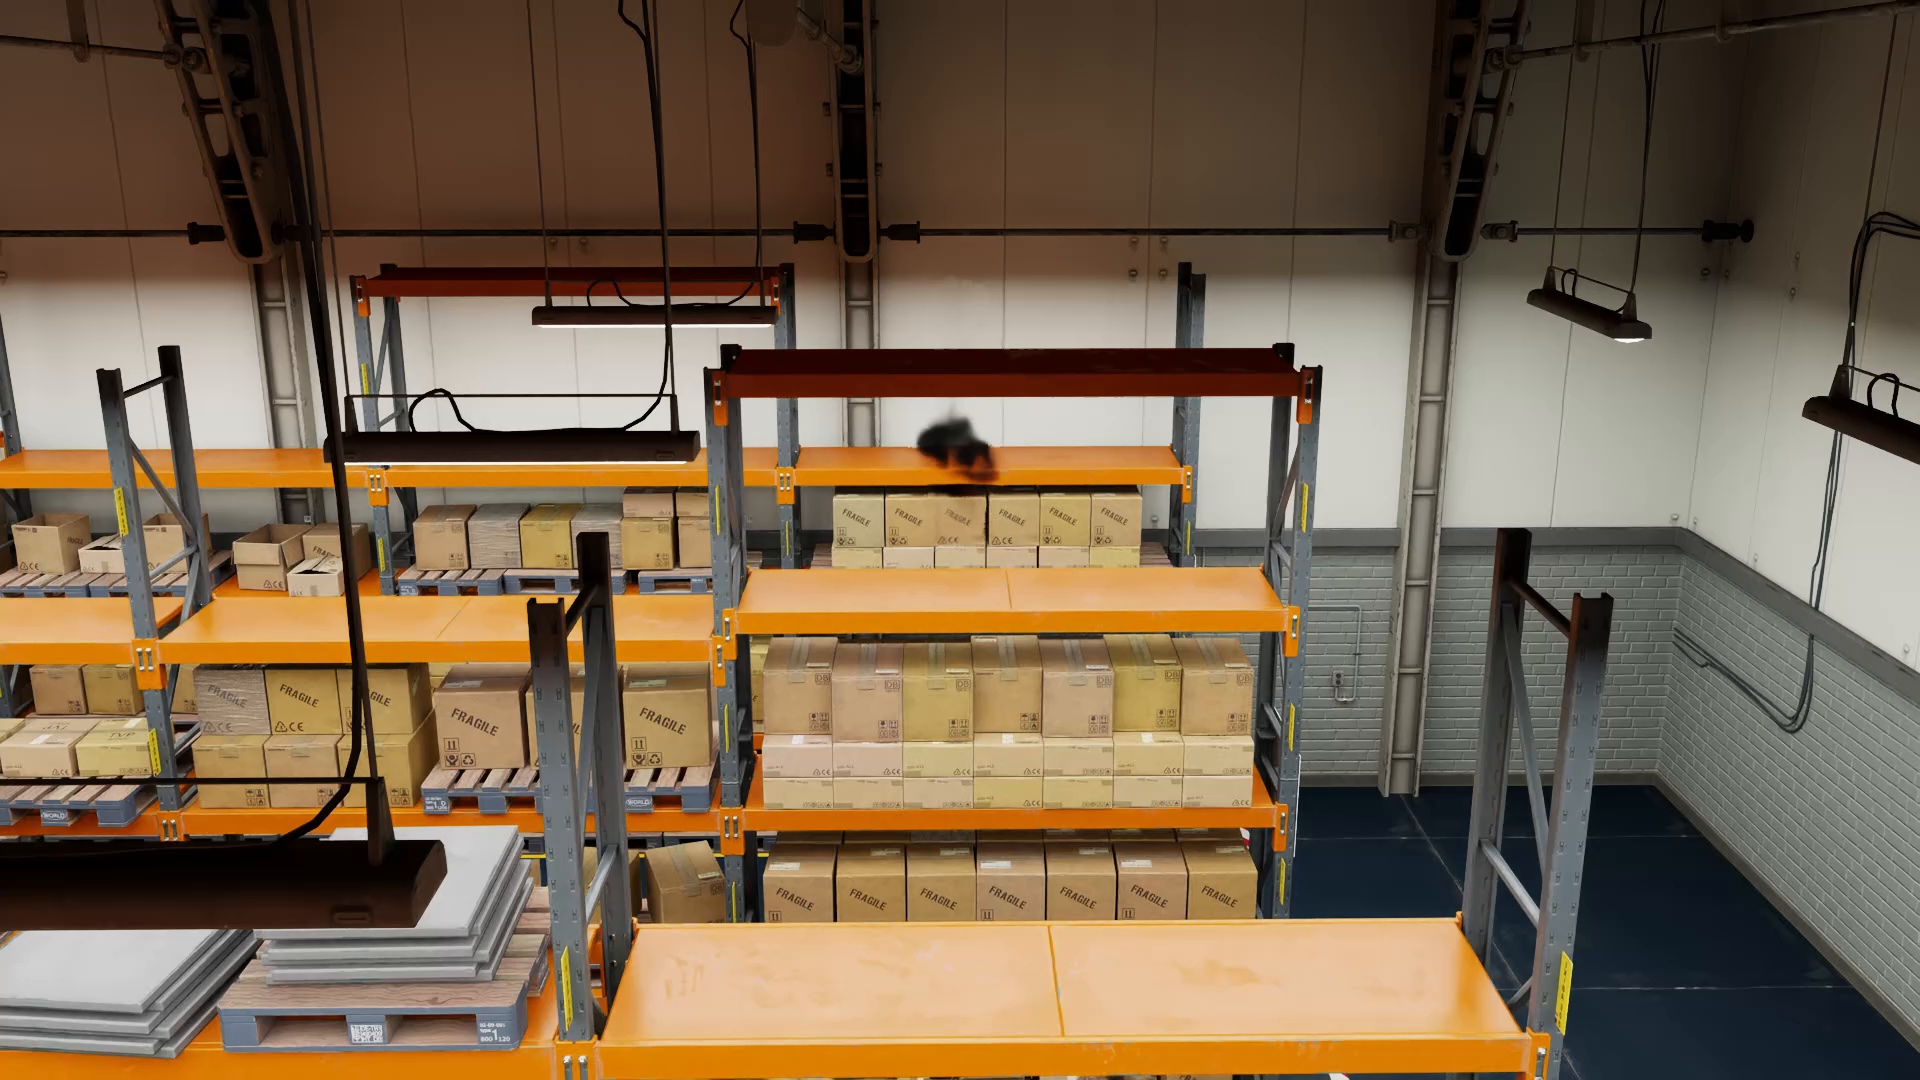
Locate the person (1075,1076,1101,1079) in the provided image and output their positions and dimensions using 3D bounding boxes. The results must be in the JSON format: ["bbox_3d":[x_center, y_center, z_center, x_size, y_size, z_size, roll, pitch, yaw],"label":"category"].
[{"bbox_3d":[0.885,4.261,11.144,0.542,1.567,0.553,-4,17,-12],"label":"person"}]
